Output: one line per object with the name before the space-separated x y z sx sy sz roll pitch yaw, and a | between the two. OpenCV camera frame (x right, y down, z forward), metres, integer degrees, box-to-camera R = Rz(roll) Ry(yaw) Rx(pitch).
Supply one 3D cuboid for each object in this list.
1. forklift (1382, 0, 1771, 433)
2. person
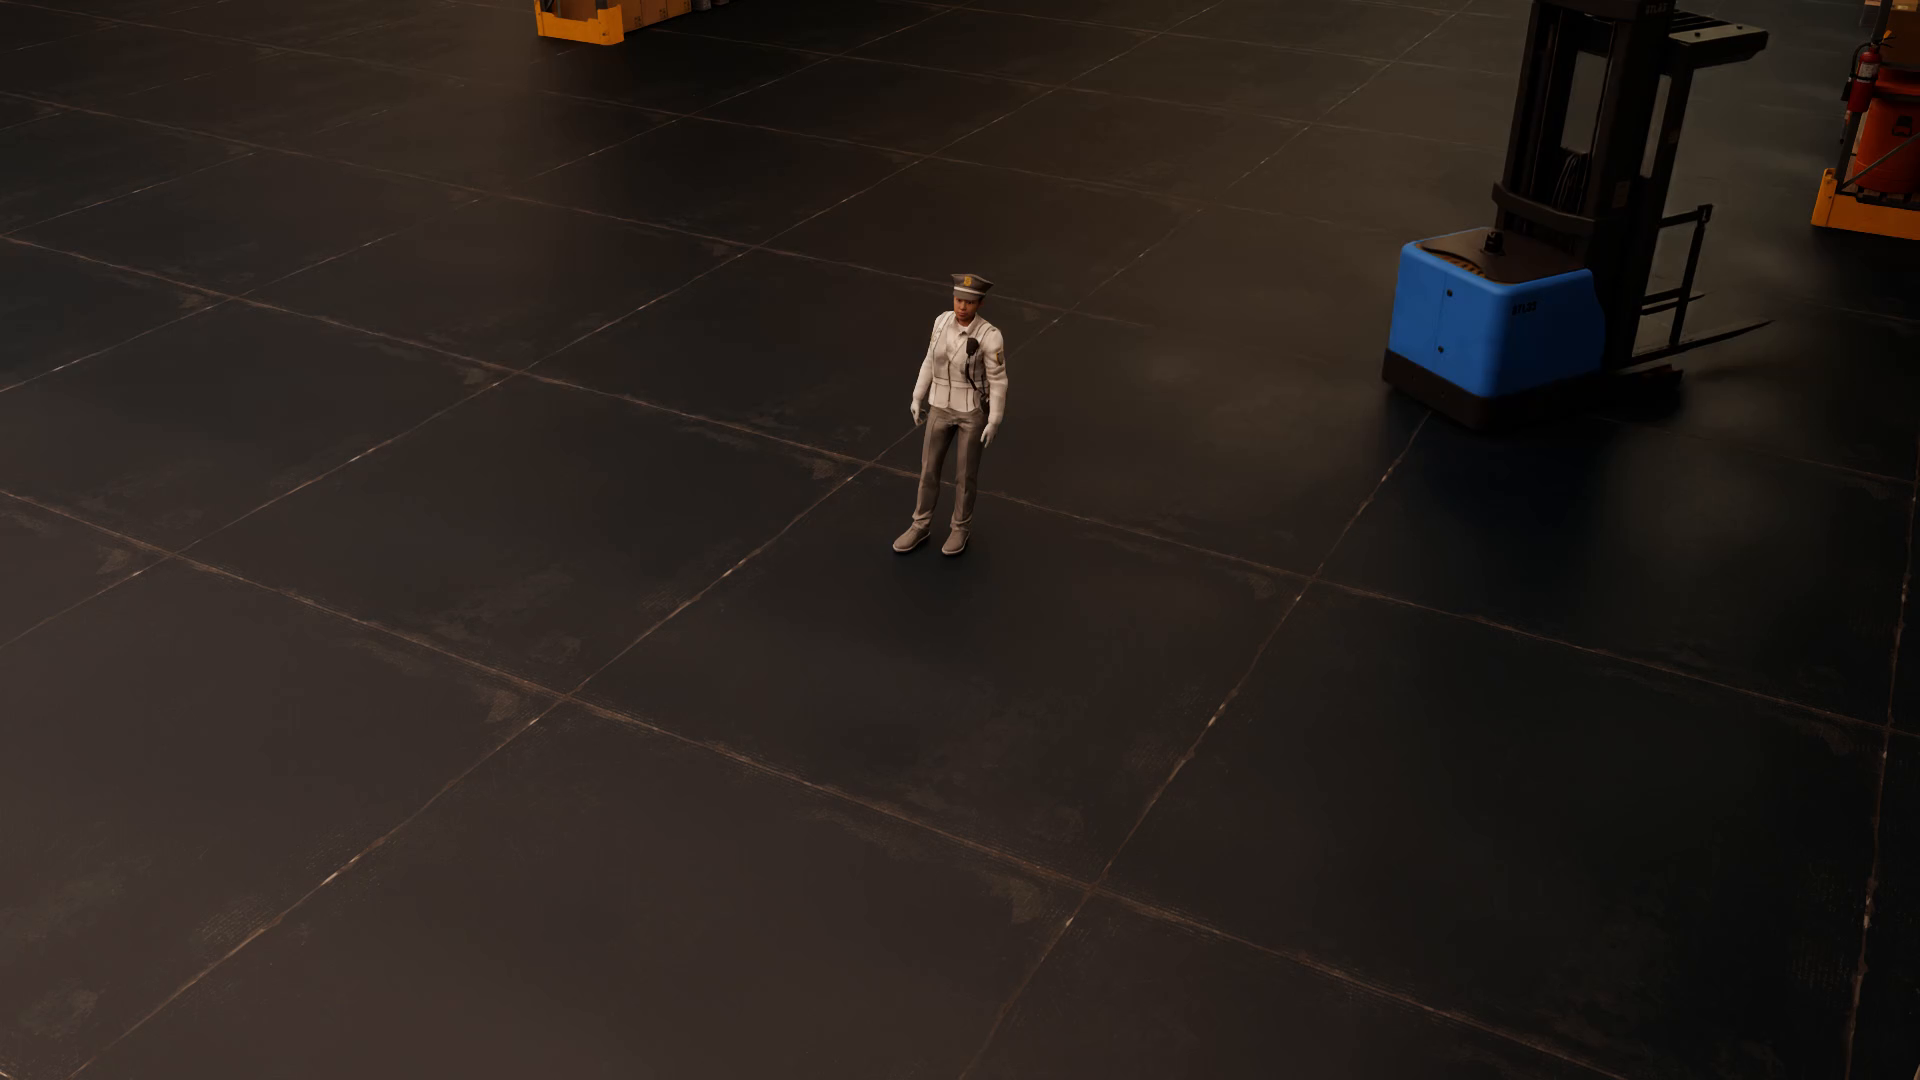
forklift | 4.552 -2.503 11.407 3.031 2.935 1.130 -15 33 -24
person | -0.039 -0.712 9.526 0.587 1.695 0.531 15 33 25
